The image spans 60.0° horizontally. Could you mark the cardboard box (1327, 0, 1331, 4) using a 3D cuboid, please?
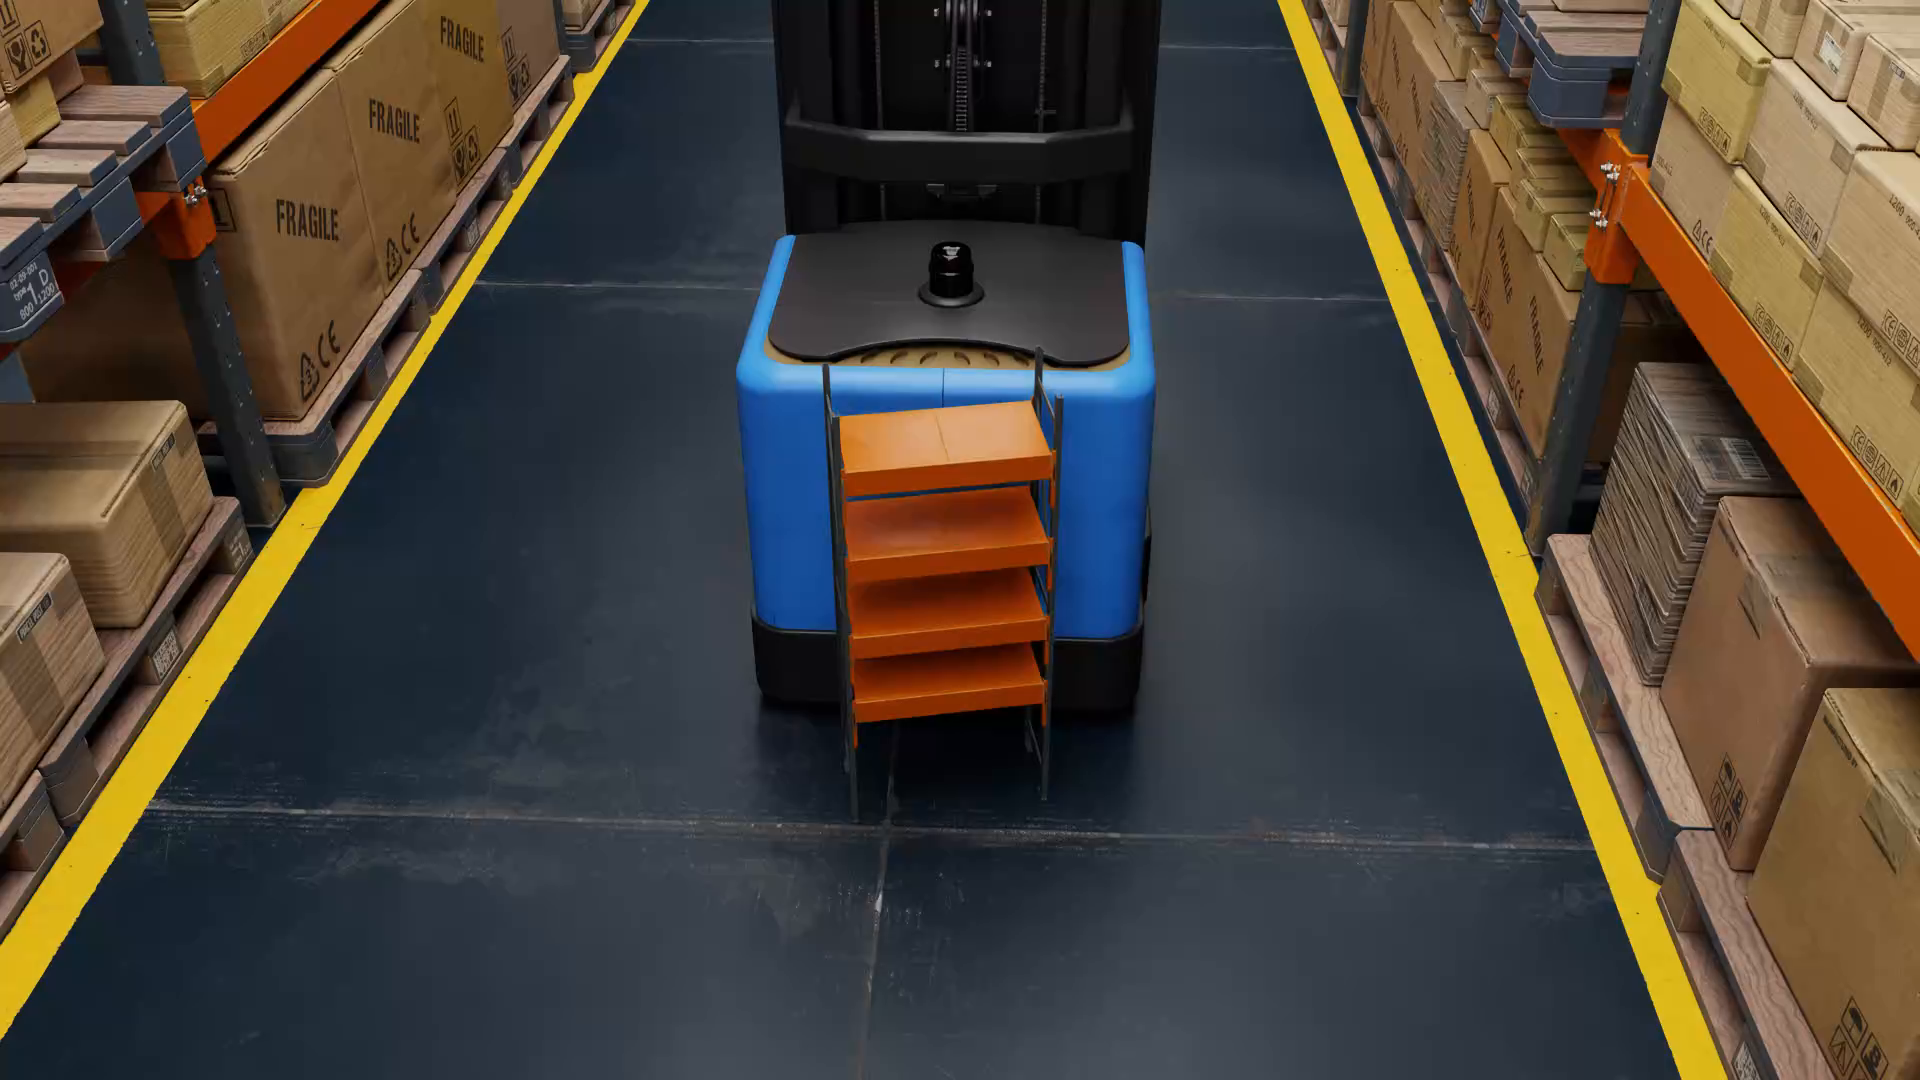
[{"bbox_3d":[2.182,-3.073,9.027,0.396,0.266,0.258,3,35,4],"label":"cardboard box"}]

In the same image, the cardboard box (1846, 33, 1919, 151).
[{"bbox_3d":[1.979,-0.868,3.225,0.380,0.149,0.250,2,35,2],"label":"cardboard box"}]

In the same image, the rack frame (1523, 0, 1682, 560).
[{"bbox_3d":[2.278,-1.190,4.335,1.000,3.000,0.127,1,35,2],"label":"rack frame"}]

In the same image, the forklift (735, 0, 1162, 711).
[{"bbox_3d":[0.029,-1.561,4.922,1.130,2.935,3.031,2,35,2],"label":"forklift"}]

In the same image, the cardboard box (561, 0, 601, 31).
[{"bbox_3d":[-2.388,-3.082,8.890,0.875,0.438,0.875,1,35,1],"label":"cardboard box"}]

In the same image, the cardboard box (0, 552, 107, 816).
[{"bbox_3d":[-2.736,0.349,4.064,0.950,0.372,0.625,1,35,1],"label":"cardboard box"}]

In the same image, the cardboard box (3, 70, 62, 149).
[{"bbox_3d":[-2.398,-1.022,3.949,0.380,0.149,0.250,2,35,3],"label":"cardboard box"}]

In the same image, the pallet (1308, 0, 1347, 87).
[{"bbox_3d":[2.468,-2.742,8.968,1.003,0.211,1.213,1,35,2],"label":"pallet"}]

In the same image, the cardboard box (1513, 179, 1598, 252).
[{"bbox_3d":[2.025,-1.052,5.382,0.380,0.149,0.250,0,35,-1],"label":"cardboard box"}]

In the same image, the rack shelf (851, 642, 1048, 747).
[{"bbox_3d":[-0.043,0.355,4.163,0.480,0.148,0.258,-5,35,-8],"label":"rack shelf"}]

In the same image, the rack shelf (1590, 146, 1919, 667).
[{"bbox_3d":[2.198,0.253,2.906,1.077,0.370,4.000,1,35,2],"label":"rack shelf"}]

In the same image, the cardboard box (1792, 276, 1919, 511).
[{"bbox_3d":[1.978,-0.294,3.191,0.500,0.250,0.500,0,35,0],"label":"cardboard box"}]

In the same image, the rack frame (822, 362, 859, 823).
[{"bbox_3d":[-0.283,0.161,3.978,0.015,1.200,0.240,-5,35,-8],"label":"rack frame"}]

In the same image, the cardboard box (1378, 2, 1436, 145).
[{"bbox_3d":[2.183,-2.058,7.379,0.500,0.500,0.500,1,35,1],"label":"cardboard box"}]

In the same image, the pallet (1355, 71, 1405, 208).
[{"bbox_3d":[2.444,-1.879,7.740,1.003,0.211,1.213,1,35,2],"label":"pallet"}]

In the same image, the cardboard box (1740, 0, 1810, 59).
[{"bbox_3d":[1.962,-1.167,3.650,0.380,0.149,0.250,2,35,3],"label":"cardboard box"}]

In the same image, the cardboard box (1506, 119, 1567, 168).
[{"bbox_3d":[2.136,-1.353,5.810,0.380,0.149,0.250,2,35,3],"label":"cardboard box"}]

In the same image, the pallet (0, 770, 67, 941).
[{"bbox_3d":[-2.766,0.986,3.663,1.003,0.211,1.213,1,35,2],"label":"pallet"}]

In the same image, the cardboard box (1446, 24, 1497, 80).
[{"bbox_3d":[2.169,-1.951,6.662,0.380,0.149,0.250,3,35,4],"label":"cardboard box"}]

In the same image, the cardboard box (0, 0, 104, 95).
[{"bbox_3d":[-2.422,-1.369,3.879,0.500,0.500,0.500,0,35,1],"label":"cardboard box"}]

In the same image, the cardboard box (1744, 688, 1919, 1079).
[{"bbox_3d":[2.194,0.730,3.302,0.875,0.625,0.625,0,35,0],"label":"cardboard box"}]

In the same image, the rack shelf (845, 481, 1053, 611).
[{"bbox_3d":[-0.043,0.010,3.920,0.480,0.148,0.258,-5,35,-8],"label":"rack shelf"}]

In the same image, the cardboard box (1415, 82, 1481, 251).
[{"bbox_3d":[2.132,-1.474,6.547,0.500,0.500,0.500,0,35,0],"label":"cardboard box"}]

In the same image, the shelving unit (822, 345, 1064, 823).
[{"bbox_3d":[-0.043,0.138,4.010,0.503,1.200,0.258,-5,35,-8],"label":"shelving unit"}]

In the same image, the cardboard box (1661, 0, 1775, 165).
[{"bbox_3d":[1.992,-1.085,3.880,0.500,0.250,0.500,1,35,2],"label":"cardboard box"}]

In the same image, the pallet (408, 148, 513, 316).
[{"bbox_3d":[-2.523,-1.312,6.933,1.003,0.211,1.213,1,35,2],"label":"pallet"}]

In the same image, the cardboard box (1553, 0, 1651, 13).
[{"bbox_3d":[1.921,-1.645,4.836,0.380,0.149,0.250,2,35,3],"label":"cardboard box"}]

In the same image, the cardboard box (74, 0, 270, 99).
[{"bbox_3d":[-2.410,-1.517,4.930,0.500,0.250,0.500,1,35,1],"label":"cardboard box"}]

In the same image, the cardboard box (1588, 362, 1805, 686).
[{"bbox_3d":[2.240,-0.032,4.387,0.875,0.625,0.625,2,35,3],"label":"cardboard box"}]

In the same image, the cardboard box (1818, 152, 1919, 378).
[{"bbox_3d":[1.956,-0.496,3.043,0.500,0.250,0.500,0,35,1],"label":"cardboard box"}]

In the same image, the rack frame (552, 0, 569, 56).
[{"bbox_3d":[-2.521,-3.601,7.765,1.000,3.000,0.127,1,35,2],"label":"rack frame"}]

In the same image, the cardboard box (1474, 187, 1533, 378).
[{"bbox_3d":[2.111,-0.874,5.694,0.500,0.500,0.500,1,35,1],"label":"cardboard box"}]

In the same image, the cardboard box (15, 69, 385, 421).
[{"bbox_3d":[-2.571,-1.000,5.547,0.875,0.875,0.875,1,35,1],"label":"cardboard box"}]

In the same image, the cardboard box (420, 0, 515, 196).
[{"bbox_3d":[-2.494,-2.026,7.007,0.875,0.875,0.875,2,35,3],"label":"cardboard box"}]

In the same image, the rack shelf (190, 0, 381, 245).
[{"bbox_3d":[-2.601,-2.157,6.337,1.077,0.370,4.000,1,35,2],"label":"rack shelf"}]

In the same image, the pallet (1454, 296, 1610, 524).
[{"bbox_3d":[2.346,-0.477,5.746,1.003,0.211,1.213,1,35,2],"label":"pallet"}]

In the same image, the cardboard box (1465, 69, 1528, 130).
[{"bbox_3d":[2.126,-1.655,6.241,0.380,0.149,0.250,0,35,0],"label":"cardboard box"}]

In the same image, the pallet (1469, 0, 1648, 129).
[{"bbox_3d":[2.236,-1.503,4.946,1.213,0.211,1.003,1,35,2],"label":"pallet"}]

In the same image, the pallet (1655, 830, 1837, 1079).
[{"bbox_3d":[2.155,1.122,3.470,1.003,0.211,1.213,1,35,2],"label":"pallet"}]

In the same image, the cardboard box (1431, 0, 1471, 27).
[{"bbox_3d":[2.229,-2.236,7.068,0.380,0.149,0.250,1,35,1],"label":"cardboard box"}]

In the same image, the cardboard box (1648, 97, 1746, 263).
[{"bbox_3d":[2.016,-0.879,4.023,0.500,0.250,0.500,1,35,2],"label":"cardboard box"}]
